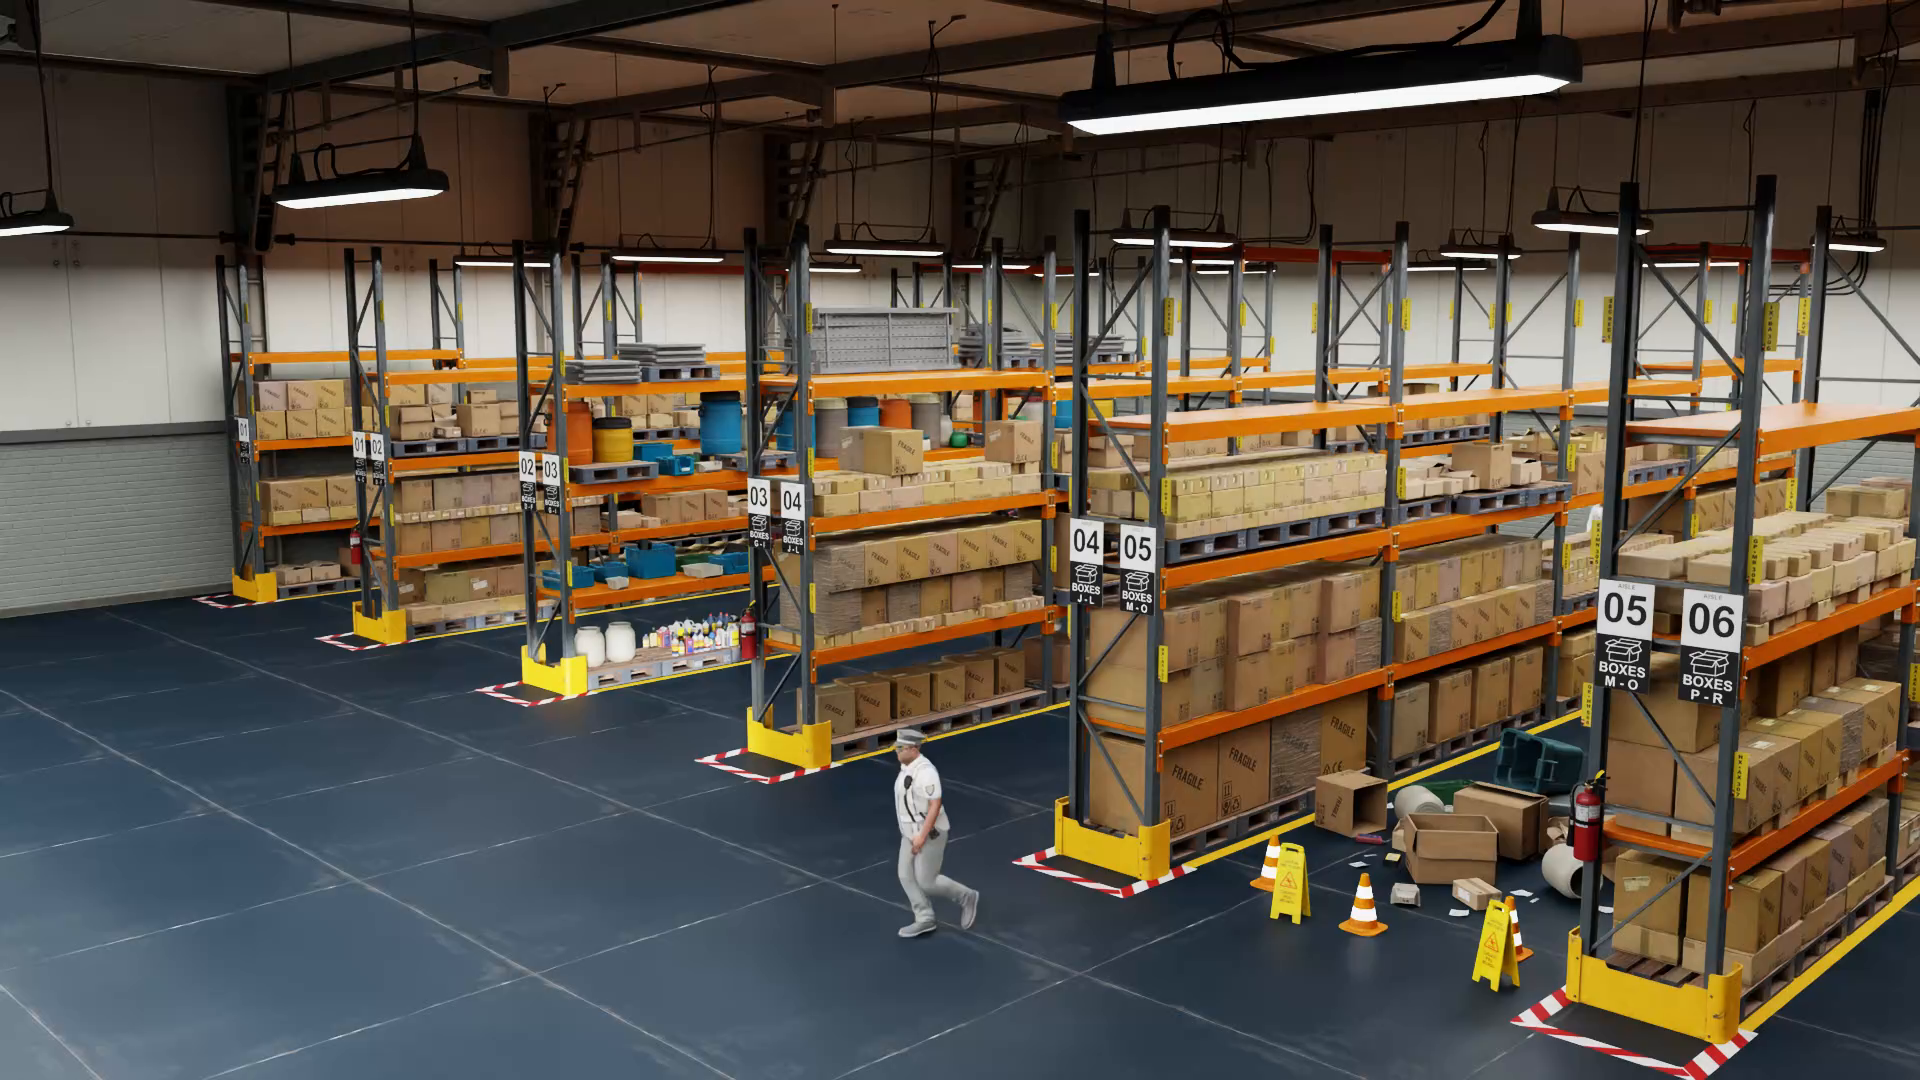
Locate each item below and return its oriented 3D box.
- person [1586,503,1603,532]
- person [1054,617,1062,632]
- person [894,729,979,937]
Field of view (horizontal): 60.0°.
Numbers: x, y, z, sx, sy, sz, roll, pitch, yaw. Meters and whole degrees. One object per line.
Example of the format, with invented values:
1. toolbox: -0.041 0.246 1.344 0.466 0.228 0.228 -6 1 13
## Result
1. person: 12.138 -0.123 31.484 0.493 1.633 0.989 6 10 35
2. person: 1.566 0.776 24.899 0.555 1.839 0.586 -6 10 -37
3. person: -0.206 2.386 13.720 0.678 1.733 0.596 -4 9 -25
